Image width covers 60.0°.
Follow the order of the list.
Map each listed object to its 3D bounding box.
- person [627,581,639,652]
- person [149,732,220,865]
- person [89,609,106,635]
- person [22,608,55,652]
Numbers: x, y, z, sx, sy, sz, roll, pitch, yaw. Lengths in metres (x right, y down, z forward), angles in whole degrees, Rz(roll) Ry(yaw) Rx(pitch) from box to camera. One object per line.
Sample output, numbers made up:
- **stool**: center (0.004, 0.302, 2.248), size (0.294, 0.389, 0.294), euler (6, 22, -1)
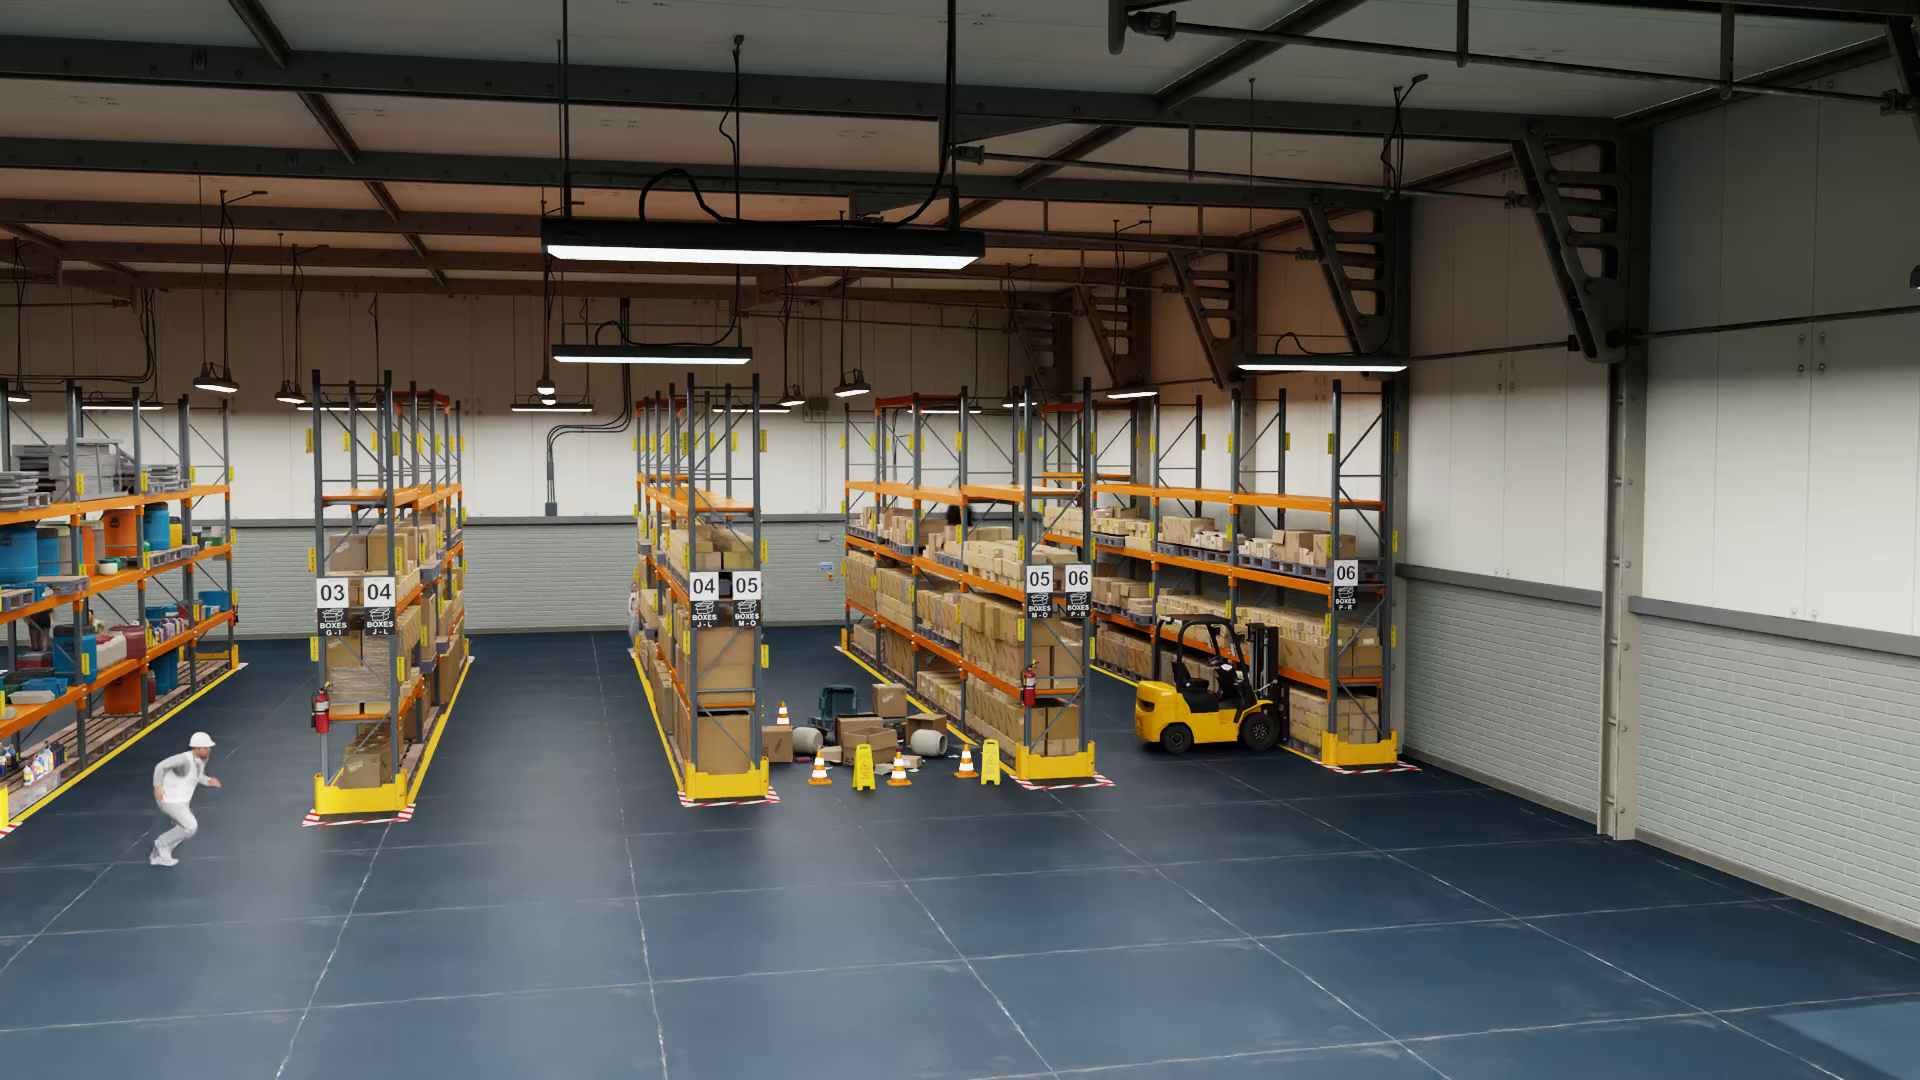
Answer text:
- **person**: center (-7.695, 1.835, 40.141), size (0.683, 1.735, 0.672), euler (-1, 4, -23)
- **person**: center (-9.180, 3.067, 19.594), size (0.865, 1.602, 0.693), euler (0, 3, 6)
- **person**: center (-18.066, 2.178, 34.606), size (0.586, 1.516, 0.878), euler (-2, 4, -25)
- **person**: center (-20.596, 2.015, 37.202), size (0.669, 1.728, 0.862), euler (-2, 4, -32)
